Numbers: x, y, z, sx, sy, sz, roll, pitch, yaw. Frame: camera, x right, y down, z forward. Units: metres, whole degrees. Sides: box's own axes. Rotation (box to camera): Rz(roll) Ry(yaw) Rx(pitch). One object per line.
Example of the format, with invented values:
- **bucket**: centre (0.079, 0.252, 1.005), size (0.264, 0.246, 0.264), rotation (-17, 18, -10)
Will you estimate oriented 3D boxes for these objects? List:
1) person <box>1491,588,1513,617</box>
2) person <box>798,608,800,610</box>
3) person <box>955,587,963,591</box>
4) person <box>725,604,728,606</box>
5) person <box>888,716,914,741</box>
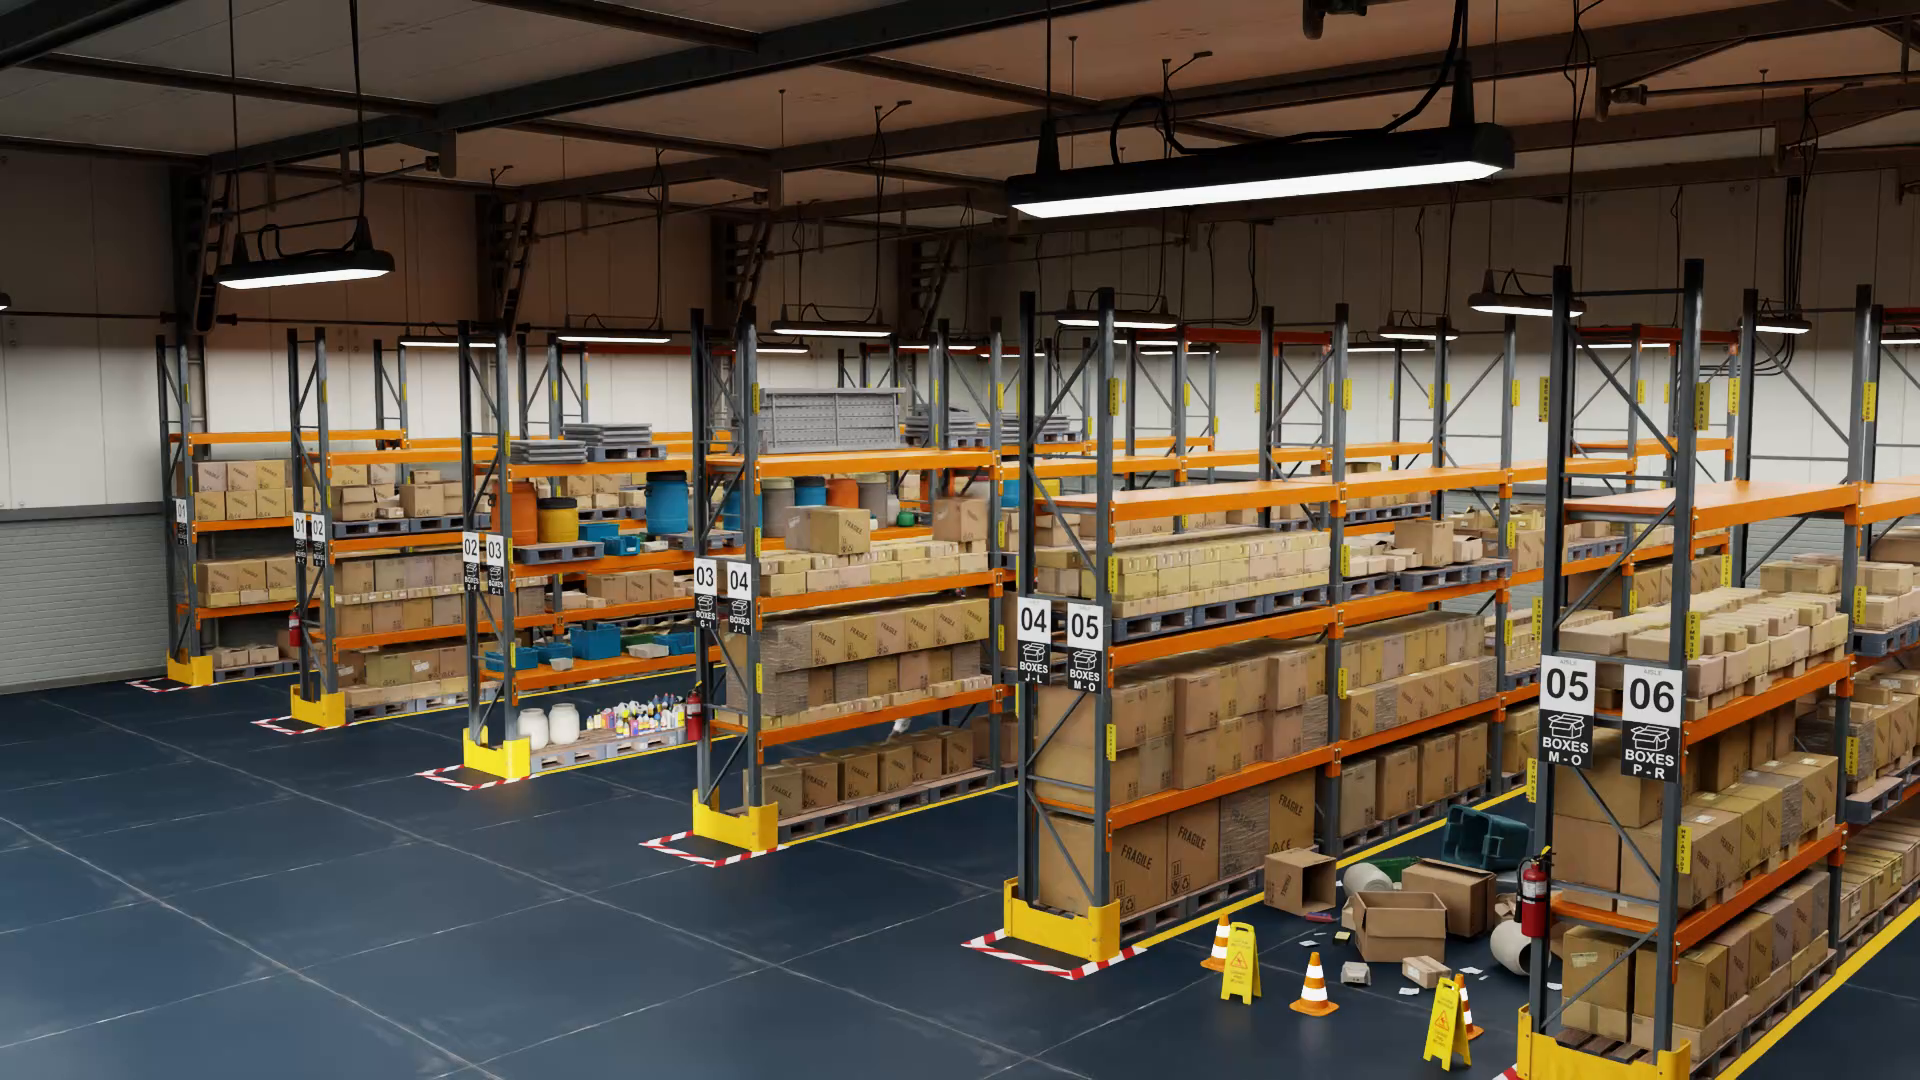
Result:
- **person**: centre (9.960, 1.438, 30.489), size (1.061, 1.754, 0.531), rotation (3, 6, 27)
- **person**: centre (-2.707, 1.769, 27.026), size (1.165, 1.705, 0.568), rotation (-3, 6, -31)
- **person**: centre (0.038, 1.262, 32.612), size (0.549, 1.621, 1.022), rotation (4, 7, 37)
- **person**: centre (-4.699, 1.127, 33.653), size (1.077, 1.700, 0.523), rotation (-5, 7, -44)
- **person**: centre (-0.833, 2.077, 23.482), size (0.520, 1.789, 0.592), rotation (-2, 6, -22)
